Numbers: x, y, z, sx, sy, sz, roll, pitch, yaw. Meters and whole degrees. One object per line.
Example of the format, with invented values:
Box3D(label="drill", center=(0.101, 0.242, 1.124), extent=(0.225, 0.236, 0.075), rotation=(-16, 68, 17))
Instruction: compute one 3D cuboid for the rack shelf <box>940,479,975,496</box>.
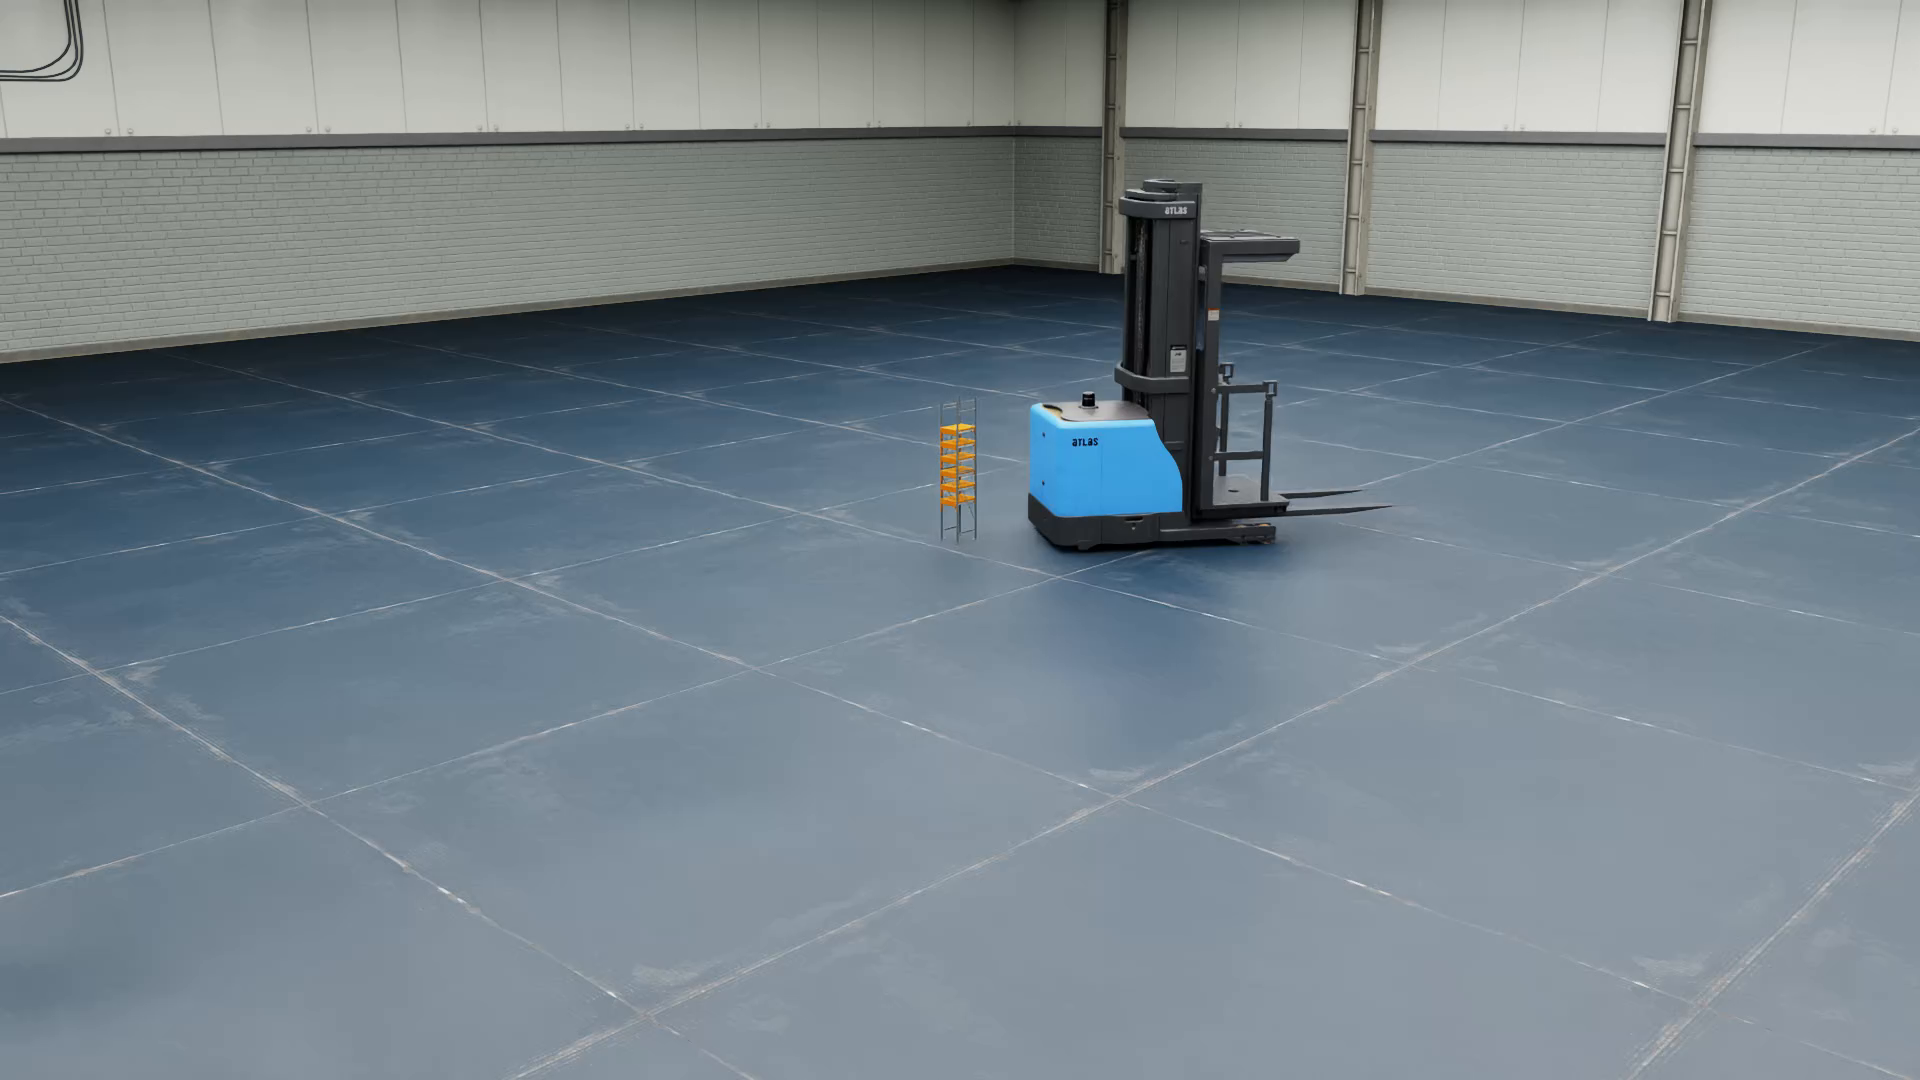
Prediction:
Box3D(label="rack shelf", center=(-0.010, -0.424, 13.832), extent=(0.180, 0.103, 0.258), rotation=(14, 20, 42))

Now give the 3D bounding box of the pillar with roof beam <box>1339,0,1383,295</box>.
Box3D(label="pillar with roof beam", center=(4.611, -8.343, 28.104), extent=(0.400, 9.000, 9.100), rotation=(14, 20, 42))

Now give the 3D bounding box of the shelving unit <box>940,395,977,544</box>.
Box3D(label="shelving unit", center=(-0.010, -0.583, 13.791), extent=(0.189, 1.200, 0.258), rotation=(14, 20, 42))

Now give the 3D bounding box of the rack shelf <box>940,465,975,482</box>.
Box3D(label="rack shelf", center=(-0.010, -0.540, 13.802), extent=(0.180, 0.103, 0.258), rotation=(14, 20, 42))

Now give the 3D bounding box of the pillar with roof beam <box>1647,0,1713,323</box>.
Box3D(label="pillar with roof beam", center=(8.930, -7.293, 24.074), extent=(0.400, 9.000, 9.100), rotation=(14, 20, 42))

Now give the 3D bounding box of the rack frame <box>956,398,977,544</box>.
Box3D(label="rack frame", center=(0.055, -0.567, 13.729), extent=(0.006, 1.200, 0.240), rotation=(14, 20, 42))

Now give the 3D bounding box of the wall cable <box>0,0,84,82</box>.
Box3D(label="wall cable", center=(-13.186, -8.579, 22.264), extent=(0.169, 6.003, 2.305), rotation=(14, 20, 42))

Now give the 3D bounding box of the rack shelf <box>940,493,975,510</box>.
Box3D(label="rack shelf", center=(-0.010, -0.308, 13.862), extent=(0.180, 0.103, 0.258), rotation=(14, 20, 42))

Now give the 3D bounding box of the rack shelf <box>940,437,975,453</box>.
Box3D(label="rack shelf", center=(-0.010, -0.772, 13.741), extent=(0.180, 0.103, 0.258), rotation=(14, 20, 42))

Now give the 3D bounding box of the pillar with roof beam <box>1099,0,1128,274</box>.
Box3D(label="pillar with roof beam", center=(0.292, -9.393, 32.135), extent=(0.400, 9.000, 9.100), rotation=(14, 20, 42))

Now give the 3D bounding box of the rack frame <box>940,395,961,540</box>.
Box3D(label="rack frame", center=(-0.076, -0.599, 13.852), extent=(0.006, 1.200, 0.240), rotation=(14, 20, 42))

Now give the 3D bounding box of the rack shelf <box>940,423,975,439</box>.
Box3D(label="rack shelf", center=(-0.010, -0.889, 13.711), extent=(0.180, 0.103, 0.258), rotation=(14, 20, 42))

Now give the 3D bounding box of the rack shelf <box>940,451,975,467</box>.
Box3D(label="rack shelf", center=(-0.010, -0.656, 13.771), extent=(0.180, 0.103, 0.258), rotation=(14, 20, 42))

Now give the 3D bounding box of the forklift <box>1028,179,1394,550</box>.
Box3D(label="forklift", center=(2.156, -1.502, 13.883), extent=(3.031, 2.935, 1.130), rotation=(-3, 15, -11))
